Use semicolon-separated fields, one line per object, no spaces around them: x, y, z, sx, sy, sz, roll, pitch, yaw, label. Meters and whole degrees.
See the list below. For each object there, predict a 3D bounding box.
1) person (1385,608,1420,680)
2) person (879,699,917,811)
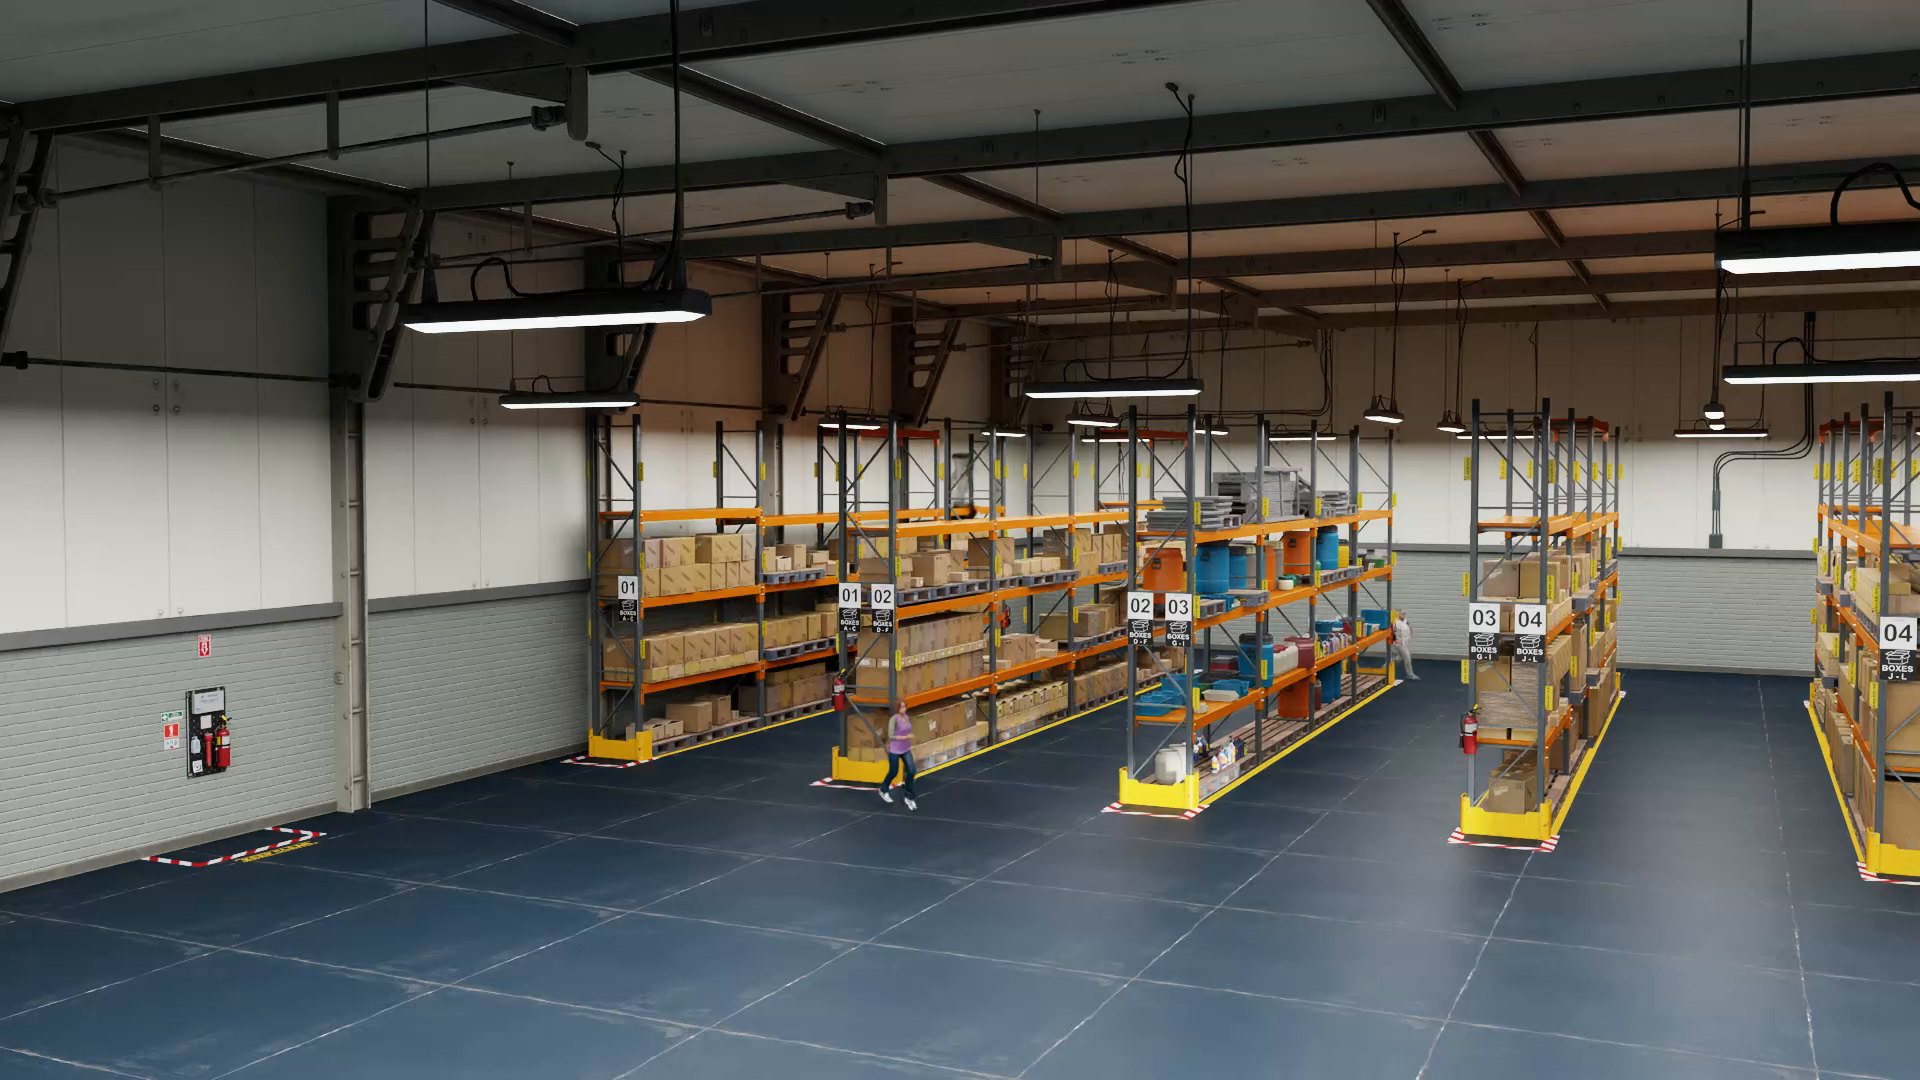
10.598;2.499;40.145;0.905;1.758;0.700;2;3;38;person
-0.929;3.186;24.729;0.512;1.661;0.758;-2;3;-42;person
